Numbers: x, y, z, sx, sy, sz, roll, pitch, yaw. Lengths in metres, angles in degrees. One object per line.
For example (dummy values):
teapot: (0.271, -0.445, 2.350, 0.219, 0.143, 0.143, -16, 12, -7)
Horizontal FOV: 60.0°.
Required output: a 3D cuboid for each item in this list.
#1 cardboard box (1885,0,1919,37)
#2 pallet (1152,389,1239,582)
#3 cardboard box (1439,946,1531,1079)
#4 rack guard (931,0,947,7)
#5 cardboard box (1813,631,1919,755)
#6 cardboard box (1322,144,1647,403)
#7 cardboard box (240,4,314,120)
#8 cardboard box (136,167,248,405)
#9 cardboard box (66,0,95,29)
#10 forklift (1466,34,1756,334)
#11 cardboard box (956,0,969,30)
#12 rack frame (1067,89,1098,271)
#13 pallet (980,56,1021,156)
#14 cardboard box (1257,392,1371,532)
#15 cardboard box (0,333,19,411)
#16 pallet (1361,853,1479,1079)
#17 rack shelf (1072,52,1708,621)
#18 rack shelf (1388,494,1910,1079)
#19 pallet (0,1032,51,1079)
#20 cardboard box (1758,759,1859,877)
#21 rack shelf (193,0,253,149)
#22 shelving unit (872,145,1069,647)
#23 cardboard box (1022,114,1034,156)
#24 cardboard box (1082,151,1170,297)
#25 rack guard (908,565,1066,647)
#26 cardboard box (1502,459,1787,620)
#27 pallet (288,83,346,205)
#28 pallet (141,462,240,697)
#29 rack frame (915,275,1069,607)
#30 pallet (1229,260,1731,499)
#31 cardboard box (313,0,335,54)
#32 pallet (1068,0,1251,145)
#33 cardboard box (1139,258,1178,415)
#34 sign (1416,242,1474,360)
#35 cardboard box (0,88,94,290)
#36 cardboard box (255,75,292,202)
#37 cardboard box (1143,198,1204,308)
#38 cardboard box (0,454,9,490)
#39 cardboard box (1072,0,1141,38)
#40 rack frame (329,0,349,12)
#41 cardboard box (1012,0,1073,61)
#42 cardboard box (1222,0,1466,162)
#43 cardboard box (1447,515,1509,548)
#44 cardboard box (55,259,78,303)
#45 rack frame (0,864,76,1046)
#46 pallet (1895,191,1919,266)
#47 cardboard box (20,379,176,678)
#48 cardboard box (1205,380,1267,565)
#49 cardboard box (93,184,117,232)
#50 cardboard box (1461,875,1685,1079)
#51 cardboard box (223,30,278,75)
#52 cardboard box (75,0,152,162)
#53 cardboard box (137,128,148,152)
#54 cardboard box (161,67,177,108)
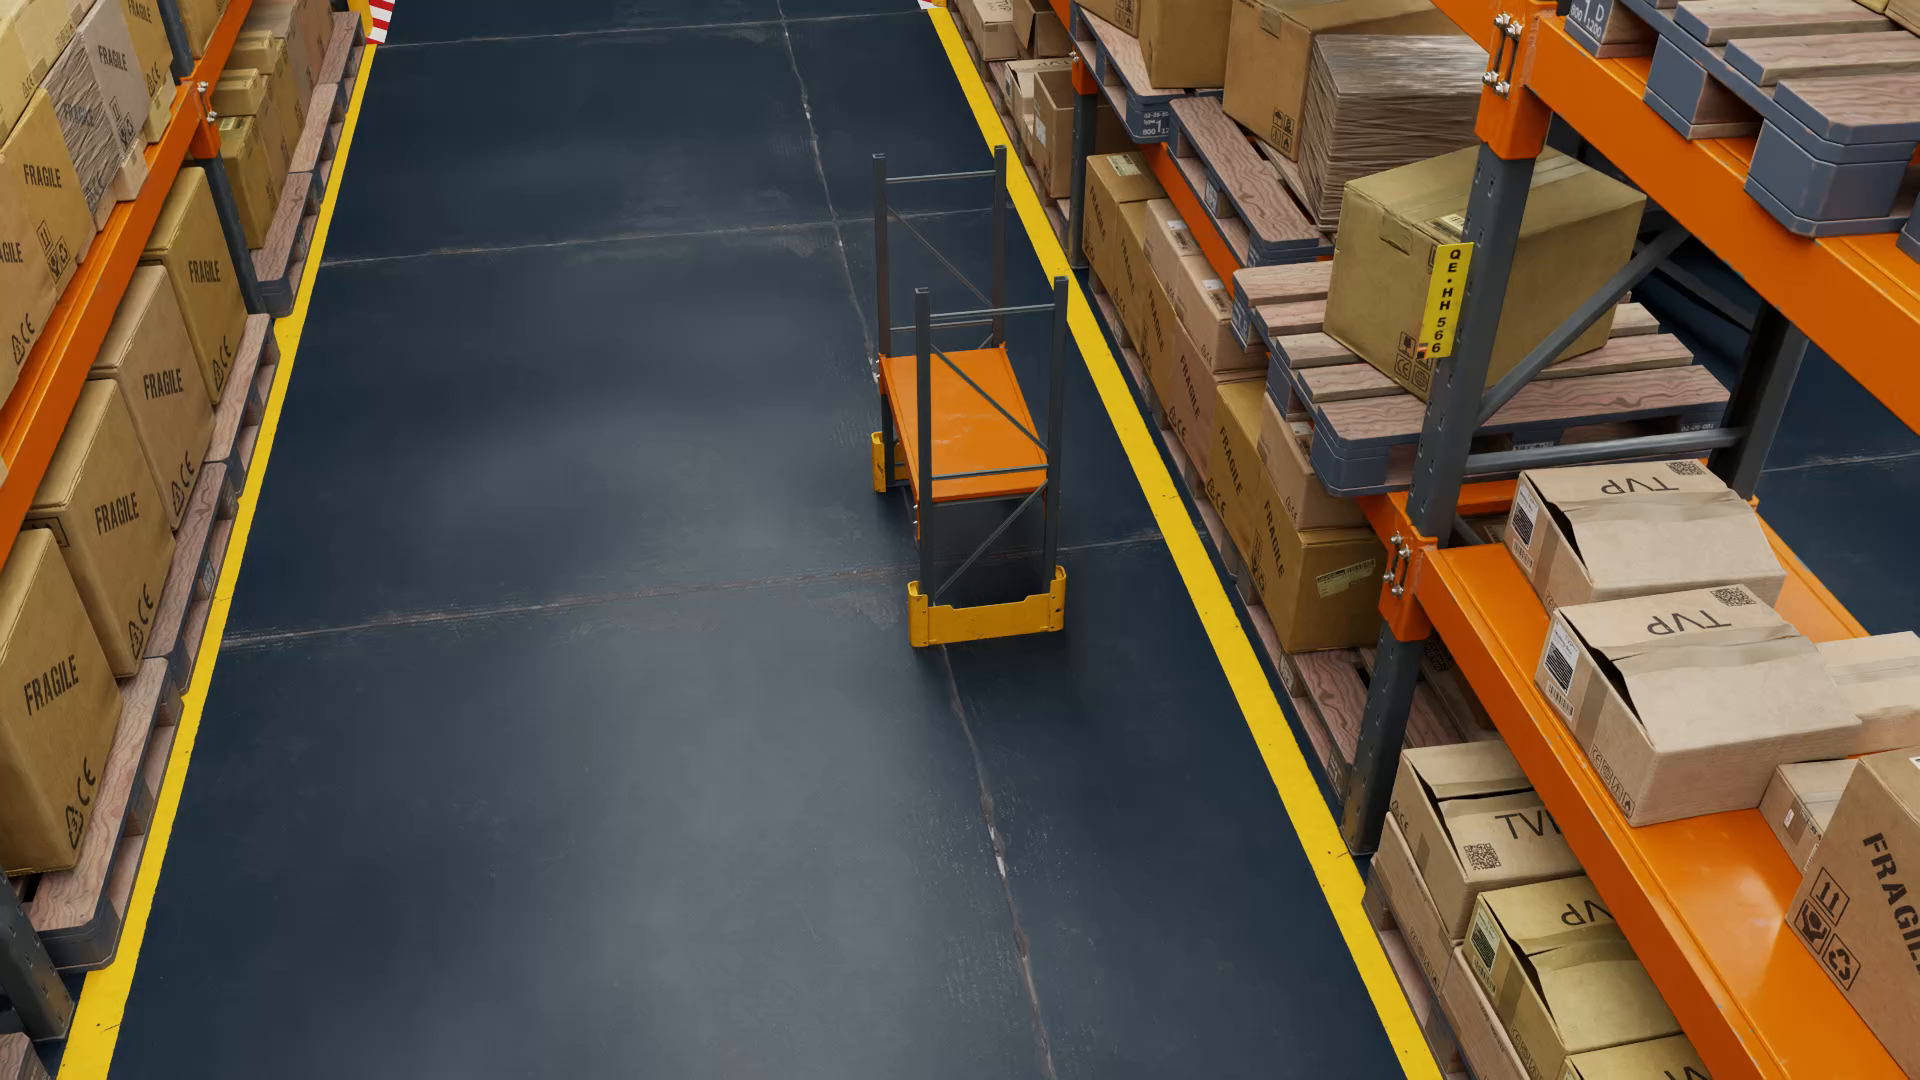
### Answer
cardboard box: (2.003, -0.947, 2.859, 0.500, 0.250, 0.500, -5, 38, -7)
pallet: (1.454, -0.328, 7.000, 1.003, 0.211, 1.213, -6, 38, -8)
cardboard box: (1.650, 1.333, 4.489, 0.500, 0.250, 0.500, -7, 38, -9)
rack guard: (0.369, -4.038, 11.540, 1.175, 0.500, 0.348, -6, 38, -8)
cardboard box: (2.188, 0.374, 4.028, 0.380, 0.149, 0.250, -6, 38, -8)
cardboard box: (1.537, -0.812, 4.927, 0.700, 0.500, 0.500, -19, 42, -23)
cardboard box: (-4.123, -2.696, 9.471, 0.700, 0.500, 0.500, -7, 38, -9)
cardboard box: (-3.577, -1.058, 7.077, 0.750, 0.750, 0.750, -6, 38, -7)
cardboard box: (-3.405, -2.016, 5.949, 0.500, 0.250, 0.500, -5, 38, -7)
forklift: (3.439, -2.828, 8.001, 1.130, 2.935, 3.031, -13, 40, -17)
cardboard box: (0.259, -3.498, 10.690, 0.500, 0.250, 0.500, -6, 38, -8)
rack frame: (1.057, -2.655, 7.722, 1.000, 3.000, 0.127, -6, 38, -8)
pallet: (0.720, -2.707, 10.062, 1.003, 0.211, 1.213, -6, 38, -8)
cardboard box: (1.349, -0.295, 5.752, 0.500, 0.250, 0.500, -5, 38, -6)
cardboard box: (-3.034, -0.507, 4.617, 0.500, 0.500, 0.500, -5, 38, -6)
pallet: (1.864, 1.364, 4.822, 1.003, 0.211, 1.213, -6, 38, -8)
rack shelf: (1.408, -1.163, 6.388, 1.077, 0.370, 4.000, -6, 38, -8)
rack shelf: (2.109, 1.253, 3.278, 1.077, 0.370, 4.000, -6, 38, -8)
pallet: (-2.983, 1.870, 4.171, 1.003, 0.211, 1.213, -6, 38, -8)
cardboard box: (2.037, 0.625, 3.706, 0.380, 0.149, 0.250, -4, 38, -5)
rack shelf: (-4.170, -3.044, 8.809, 1.077, 0.370, 4.000, -6, 38, -8)
shelving unit: (0.013, -0.546, 6.231, 0.587, 1.500, 1.083, -6, 38, -8)
cardboard box: (0.553, -2.236, 9.149, 0.380, 0.149, 0.250, -6, 38, -8)
cardboard box: (0.902, -1.523, 7.944, 0.500, 0.500, 0.500, -8, 39, -10)
rack guard: (0.101, 0.248, 6.227, 0.587, 0.250, 0.087, -6, 38, -8)
cardboard box: (1.779, 0.021, 4.351, 0.500, 0.311, 0.500, -4, 38, -5)
pallet: (-4.093, -2.225, 9.442, 1.003, 0.211, 1.213, -6, 38, -8)
pallet: (-3.393, 0.178, 6.349, 1.003, 0.211, 1.213, -6, 38, -8)
rack frame: (0.104, -0.234, 5.828, 0.500, 1.500, 0.032, -6, 38, -8)
pallet: (1.570, -0.565, 5.188, 1.213, 0.211, 1.003, -6, 38, -8)
cardboard box: (-4.299, -3.302, 10.251, 0.700, 0.500, 0.500, -6, 38, -8)
pallet: (1.090, -2.085, 7.145, 1.003, 0.211, 1.213, -6, 38, -8)
cardboard box: (1.087, -0.899, 7.142, 0.500, 0.500, 0.500, -6, 38, -7)
sign: (1.226, -0.601, 4.199, 0.100, 0.325, 0.005, -6, 38, -8)
cardboard box: (-3.219, -1.120, 5.407, 0.500, 0.500, 0.500, -5, 38, -7)
cardboard box: (-3.934, -2.065, 8.658, 0.700, 0.500, 0.500, -7, 38, -8)
cardboard box: (1.077, -1.215, 6.937, 0.500, 0.250, 0.500, -6, 38, -8)
cardboard box: (-2.947, -0.159, 4.698, 0.380, 0.149, 0.250, -5, 38, -7)
cardboard box: (0.920, -2.550, 7.163, 0.700, 0.500, 0.500, -19, 42, -23)
rack frame: (-4.521, -4.536, 10.143, 1.000, 3.000, 0.127, -6, 38, -8)
cardboard box: (0.723, -2.977, 9.813, 0.797, 0.503, 0.637, -6, 38, -8)
cardboard box: (1.427, -1.800, 6.198, 0.700, 0.500, 0.500, -16, 41, -19)
cardboard box: (1.862, -0.047, 6.044, 0.500, 0.500, 0.500, -8, 38, -10)
cardboard box: (-3.267, -0.921, 5.679, 0.380, 0.149, 0.250, -5, 38, -7)
rack frame: (-3.118, 0.296, 3.924, 1.000, 3.000, 0.127, -6, 38, -8)
pallet: (2.164, -0.273, 2.366, 1.003, 0.211, 1.213, -5, 38, -6)
cardboard box: (-3.265, -0.009, 5.726, 0.750, 0.750, 0.750, -6, 38, -8)
cardboard box: (1.273, -0.278, 6.341, 0.500, 0.500, 0.500, -8, 38, -10)
cardboard box: (-3.331, -1.235, 6.084, 0.380, 0.149, 0.250, -6, 38, -8)
cardboard box: (1.661, 1.124, 4.300, 0.500, 0.311, 0.500, -7, 38, -9)
cardboard box: (-3.822, -2.559, 8.765, 0.380, 0.149, 0.250, -7, 38, -9)
cardboard box: (-3.391, -1.726, 6.186, 0.500, 0.500, 0.500, -6, 38, -8)
cardboard box: (-3.413, -1.544, 6.480, 0.380, 0.149, 0.250, -5, 38, -7)
cardboard box: (-3.481, -1.855, 6.881, 0.380, 0.149, 0.250, -6, 38, -8)
